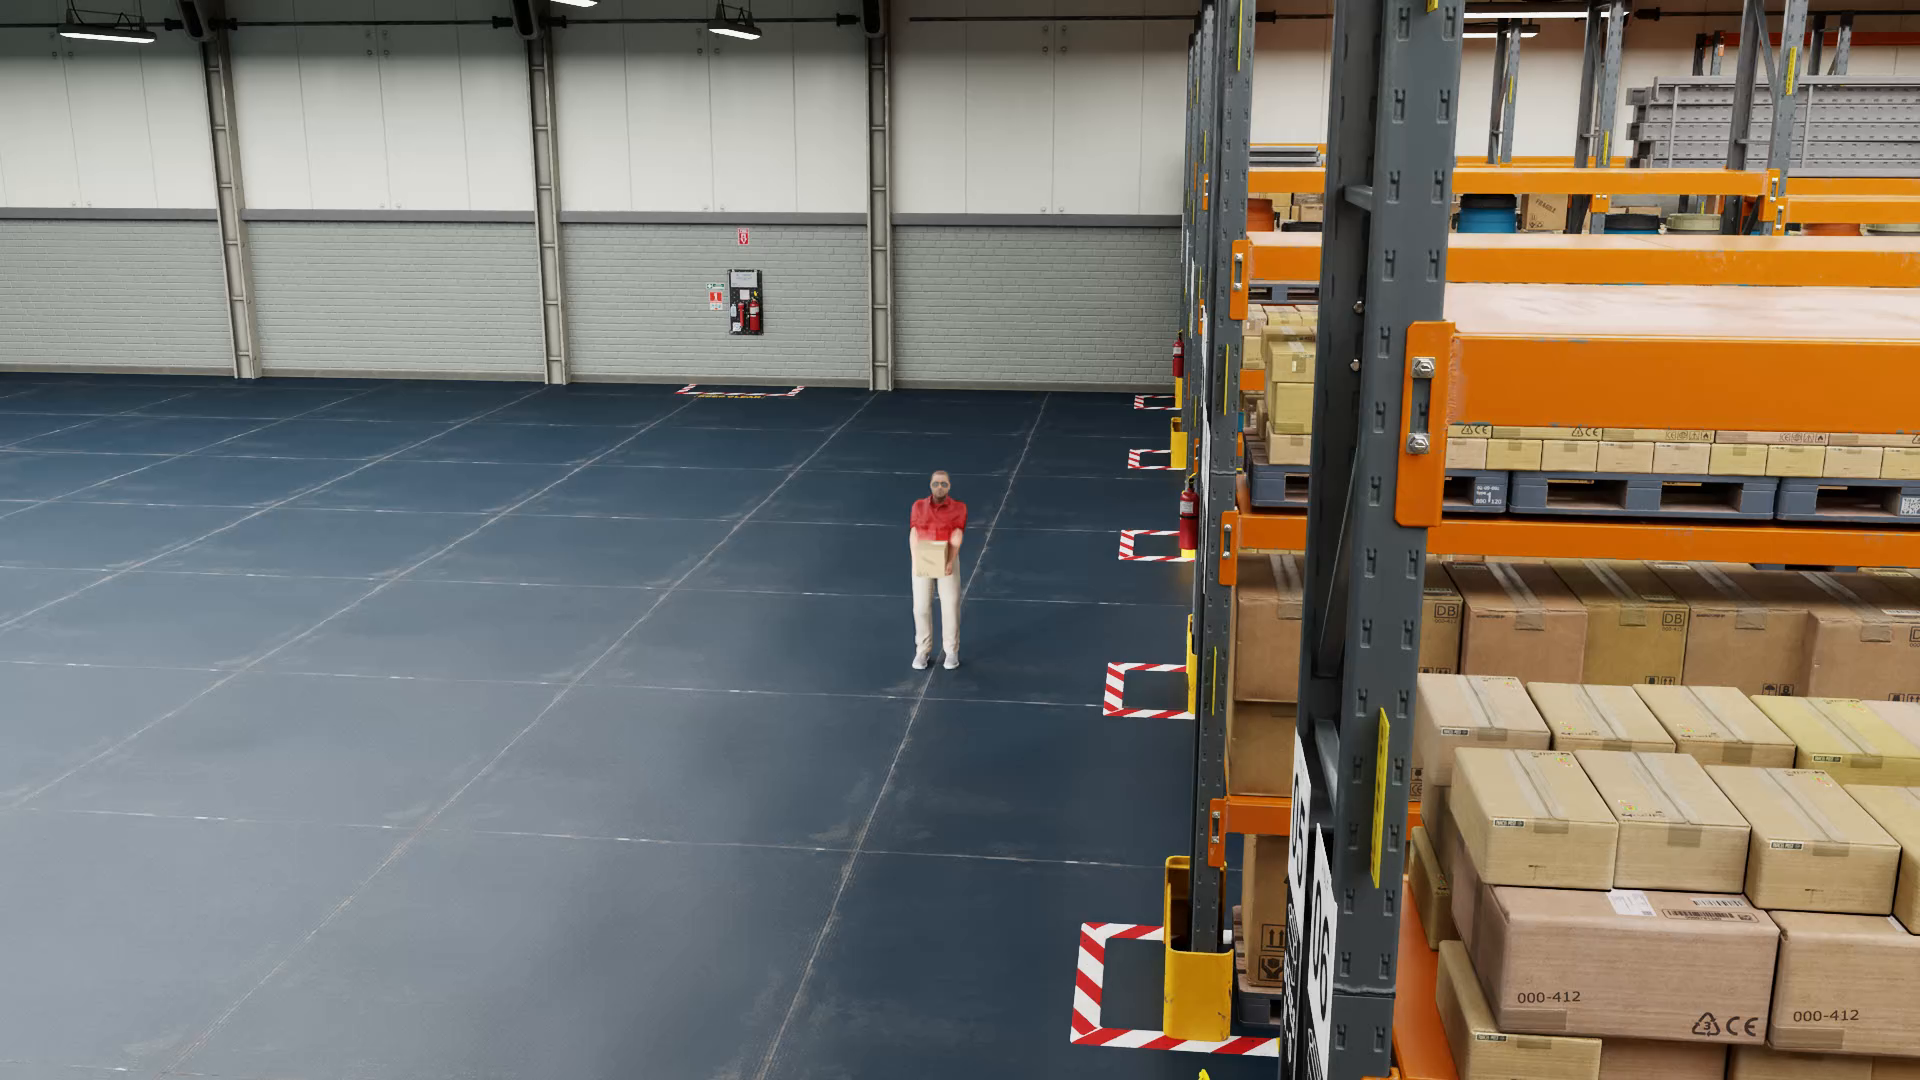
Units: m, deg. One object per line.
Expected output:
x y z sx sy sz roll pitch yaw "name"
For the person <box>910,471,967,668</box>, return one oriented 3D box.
-0.200 0.273 14.480 0.493 1.712 0.531 2 14 7 "person"
